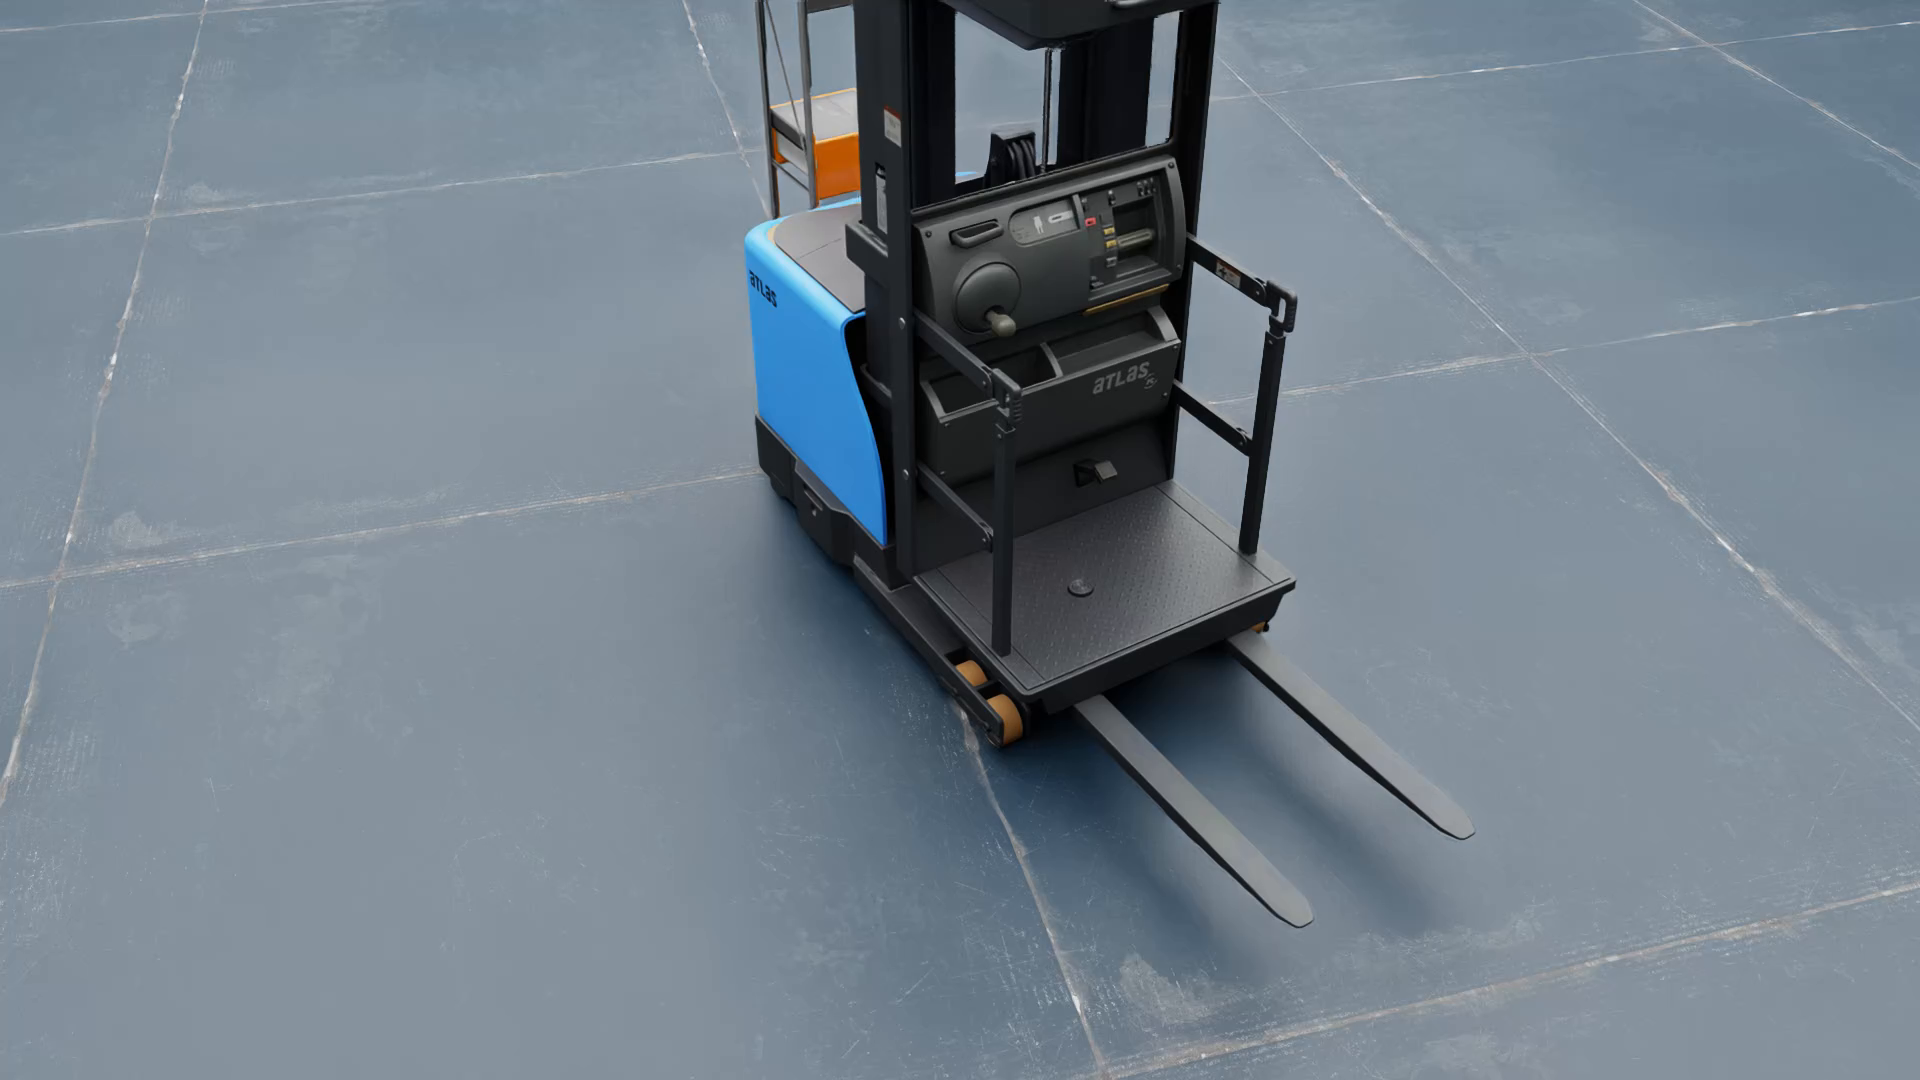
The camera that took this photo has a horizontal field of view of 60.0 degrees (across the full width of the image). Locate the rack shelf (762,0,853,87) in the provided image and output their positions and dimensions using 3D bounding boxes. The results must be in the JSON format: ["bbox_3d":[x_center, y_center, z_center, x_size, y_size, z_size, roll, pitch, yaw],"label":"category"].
[{"bbox_3d":[-0.434,-1.999,6.000,0.480,0.518,0.431,-20,41,-24],"label":"rack shelf"}]

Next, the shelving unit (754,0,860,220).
[{"bbox_3d":[-0.429,-1.449,6.411,0.503,2.100,0.431,-20,41,-24],"label":"shelving unit"}]

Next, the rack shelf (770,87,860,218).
[{"bbox_3d":[-0.429,-1.438,6.419,0.480,0.518,0.431,-20,41,-24],"label":"rack shelf"}]

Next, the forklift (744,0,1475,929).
[{"bbox_3d":[0.409,-0.824,4.915,1.130,2.935,3.031,-20,42,-25],"label":"forklift"}]

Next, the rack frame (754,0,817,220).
[{"bbox_3d":[-0.639,-1.373,6.312,0.015,2.100,0.400,-20,41,-24],"label":"rack frame"}]
